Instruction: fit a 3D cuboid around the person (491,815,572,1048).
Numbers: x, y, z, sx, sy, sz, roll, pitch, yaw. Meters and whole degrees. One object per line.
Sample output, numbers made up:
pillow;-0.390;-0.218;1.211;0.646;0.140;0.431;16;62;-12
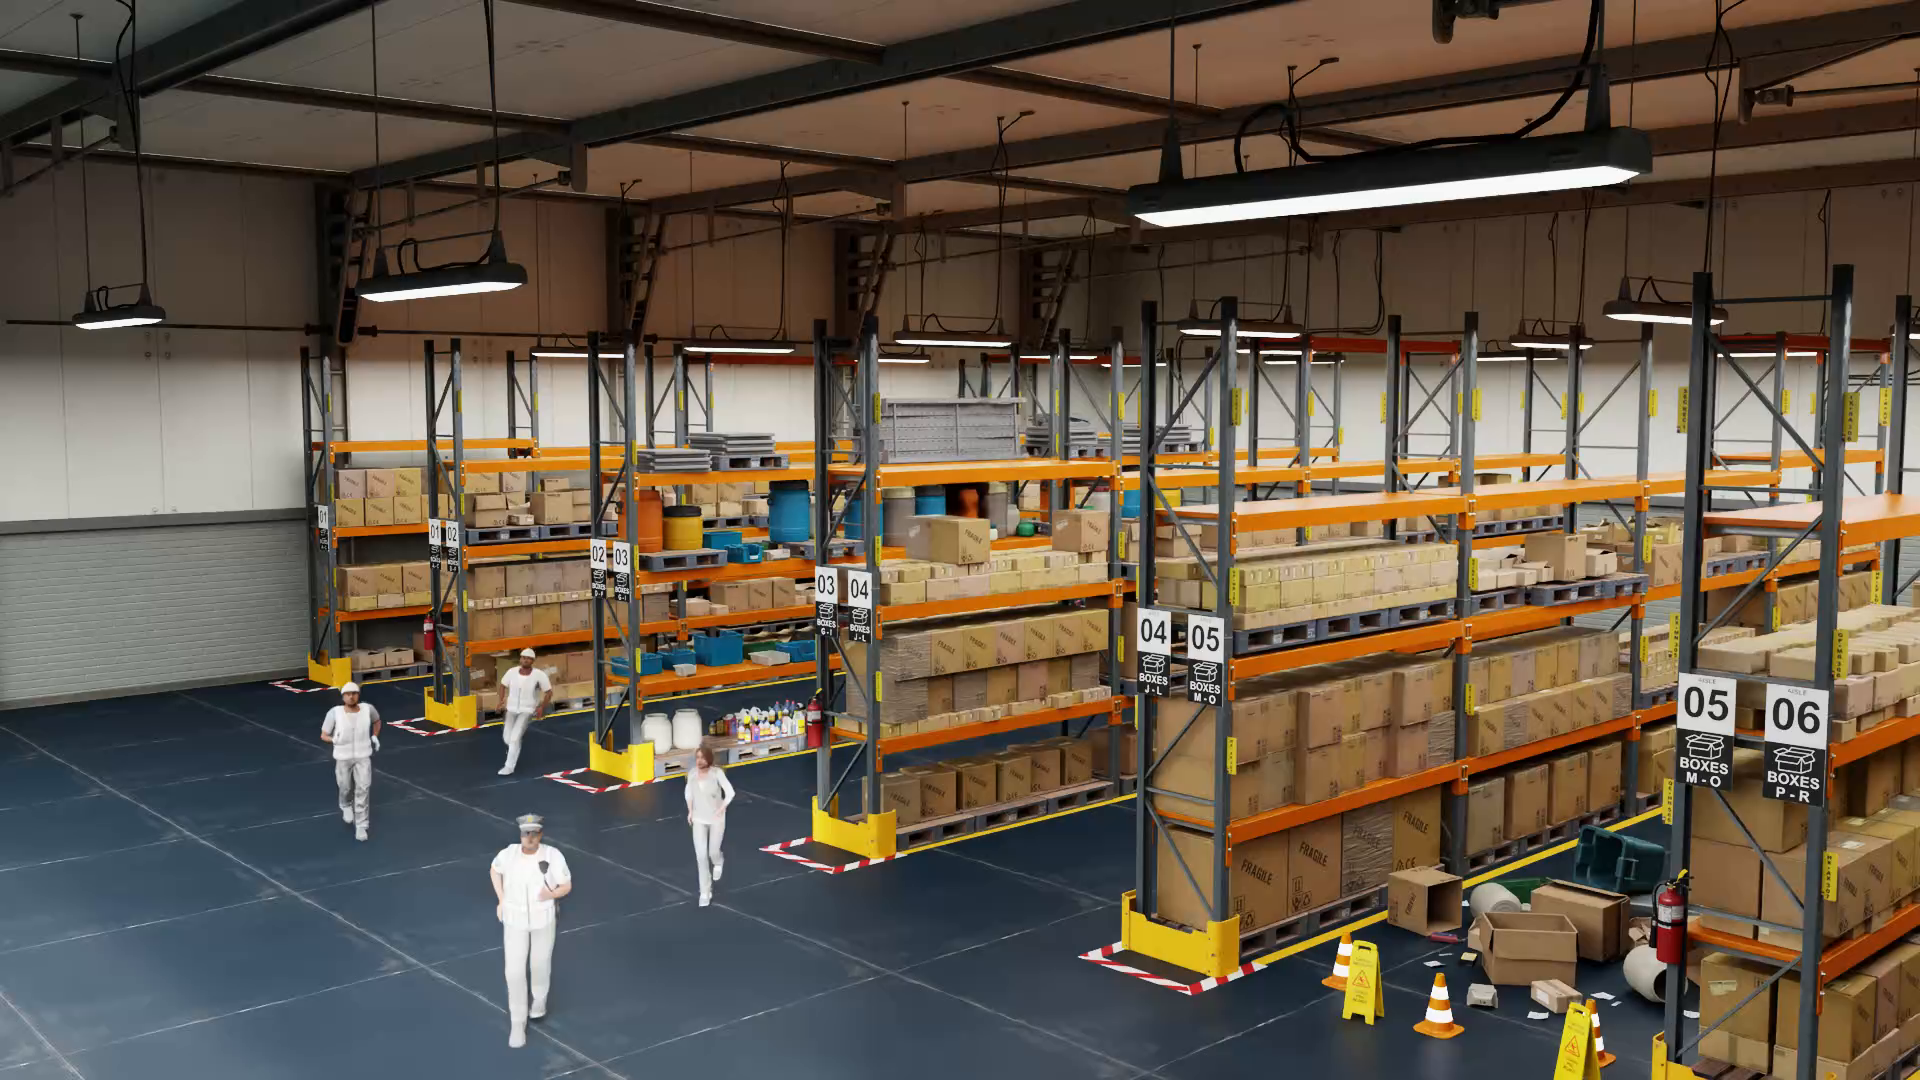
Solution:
person;-3.462;3.114;13.445;0.642;1.850;0.796;-1;5;-14

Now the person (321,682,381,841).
person;-7.086;2.540;19.411;0.681;1.775;0.982;-2;6;-24

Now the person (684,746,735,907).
person;-2.562;2.879;17.050;0.536;1.599;0.734;0;5;6

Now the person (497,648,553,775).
person;-5.954;2.322;22.703;0.748;1.698;0.687;0;5;5
